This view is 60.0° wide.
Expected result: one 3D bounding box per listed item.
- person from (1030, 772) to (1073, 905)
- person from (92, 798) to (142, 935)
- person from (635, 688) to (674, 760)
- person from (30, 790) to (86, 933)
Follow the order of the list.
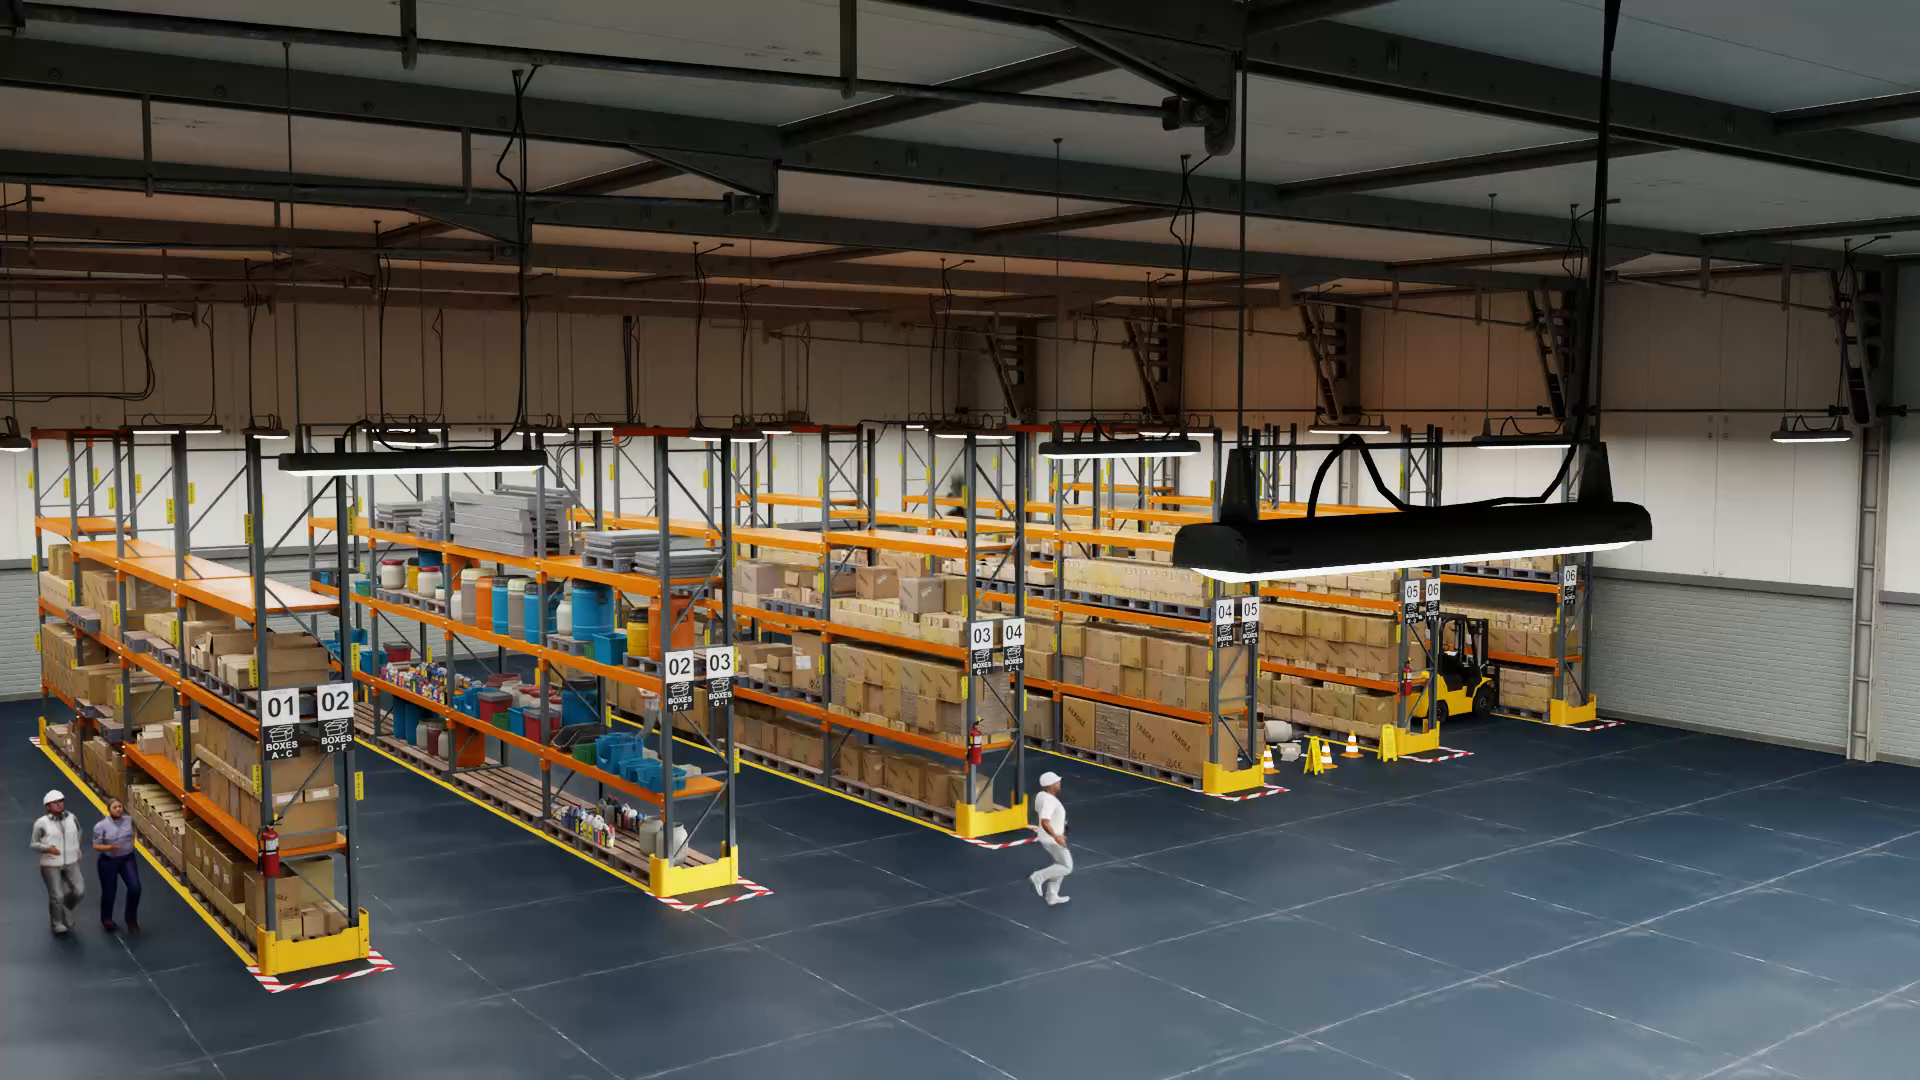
[{"bbox_3d":[1.155,3.816,21.263,0.578,1.724,0.716,-1,5,-9],"label":"person"},{"bbox_3d":[-10.177,3.951,20.097,0.554,1.675,0.759,-4,6,-43],"label":"person"},{"bbox_3d":[-5.561,3.067,30.326,0.671,1.825,0.964,-3,6,-37],"label":"person"},{"bbox_3d":[-10.808,3.880,20.030,0.590,1.727,0.648,4,6,41],"label":"person"}]
